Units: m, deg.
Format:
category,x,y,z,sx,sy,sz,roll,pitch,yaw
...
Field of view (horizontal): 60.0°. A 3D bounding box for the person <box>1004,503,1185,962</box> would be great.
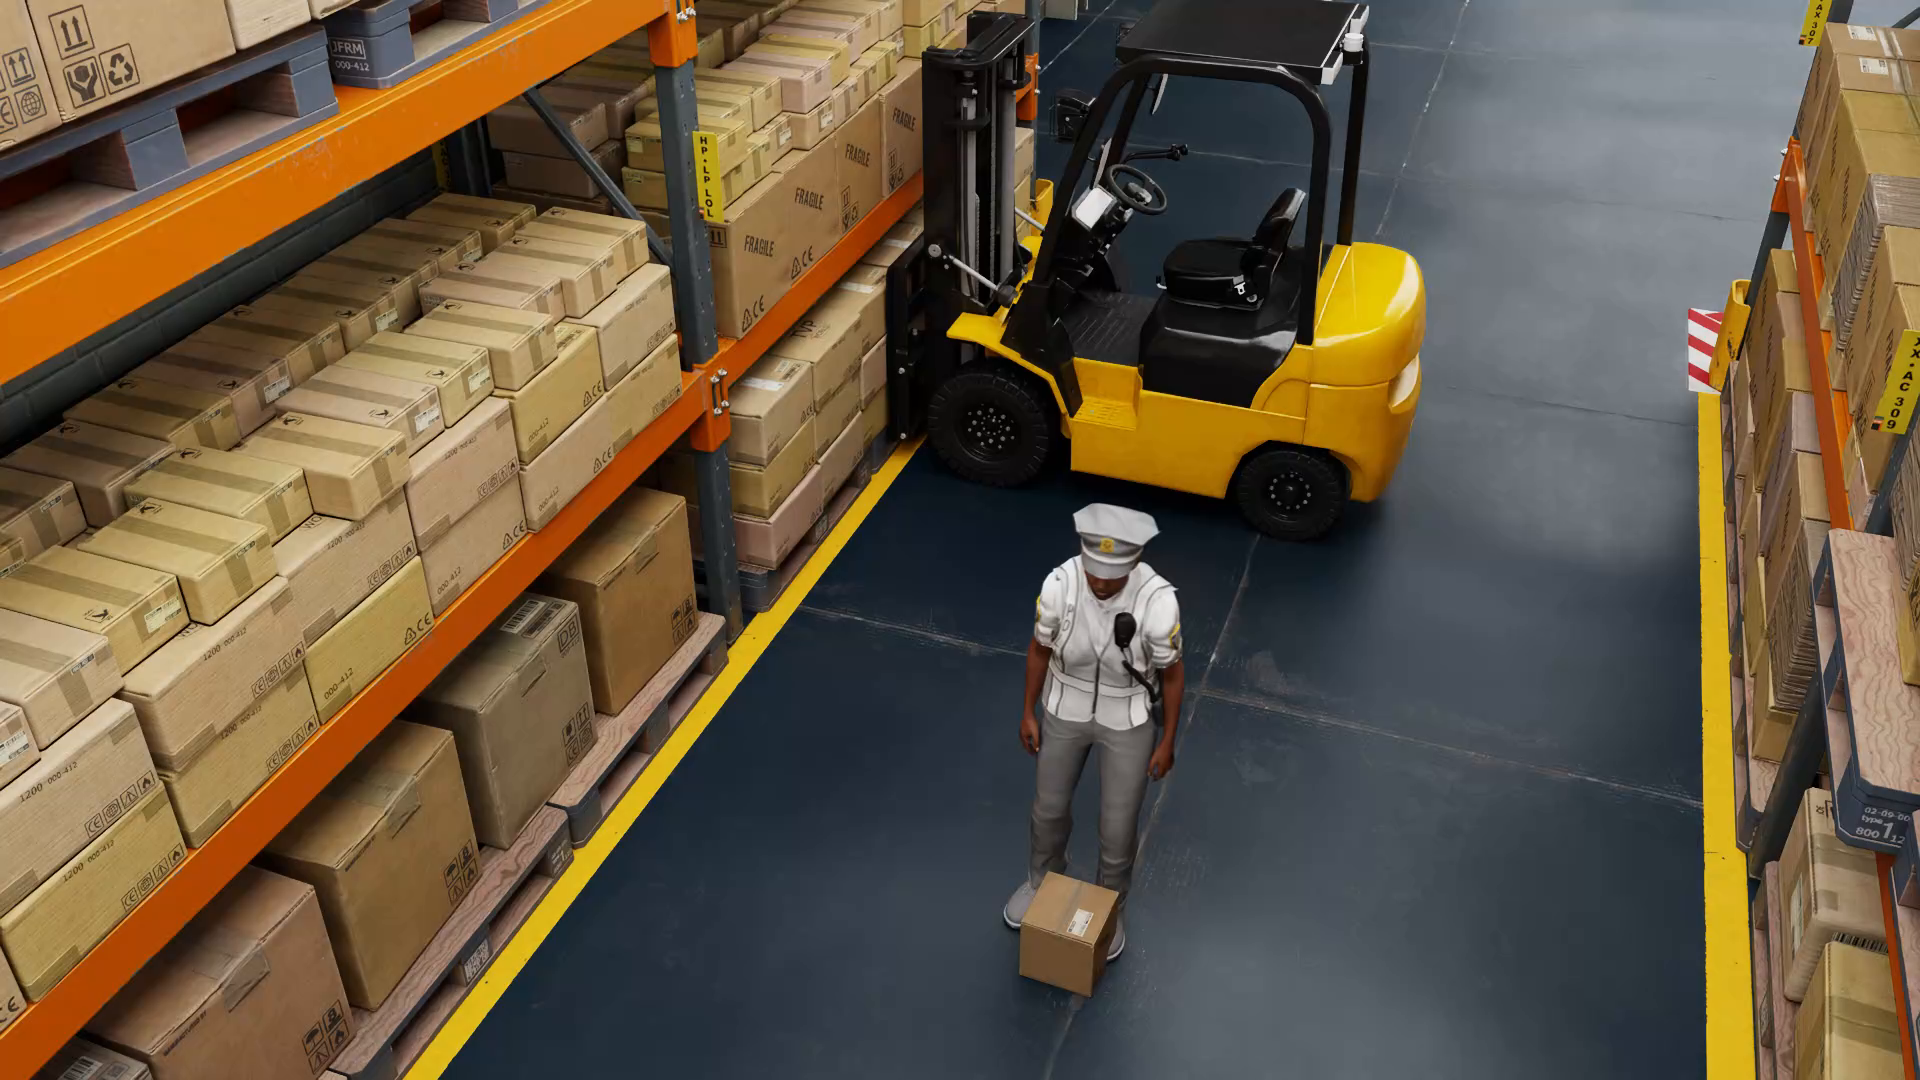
category,x,y,z,sx,sy,sz,roll,pitch,yaw
person,0.427,0.588,5.249,0.523,1.660,0.418,10,35,15
